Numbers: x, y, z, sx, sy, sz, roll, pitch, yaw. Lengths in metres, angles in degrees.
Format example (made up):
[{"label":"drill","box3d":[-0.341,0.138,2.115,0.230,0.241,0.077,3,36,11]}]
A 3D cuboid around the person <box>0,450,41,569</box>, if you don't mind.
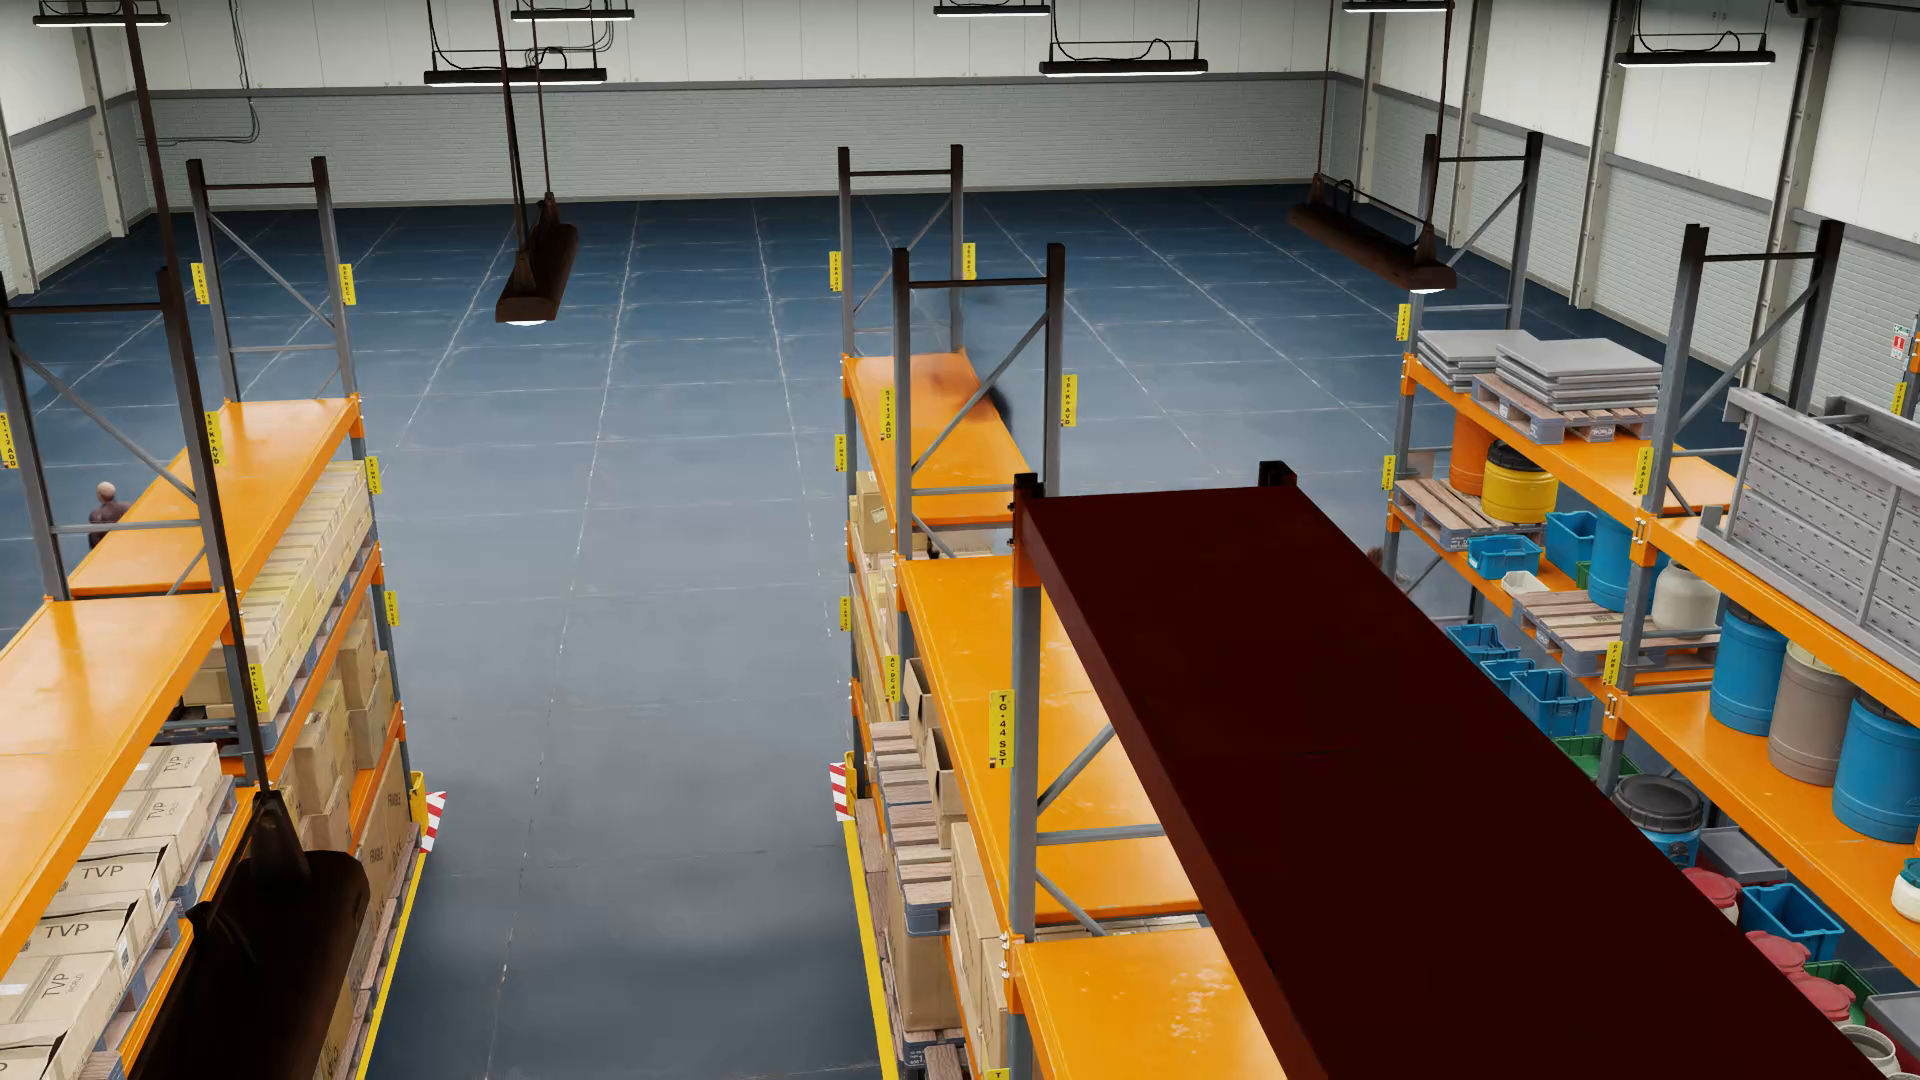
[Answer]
[{"label":"person","box3d":[-11.600,-0.457,20.308,1.056,1.773,0.706,11,24,27]}]
